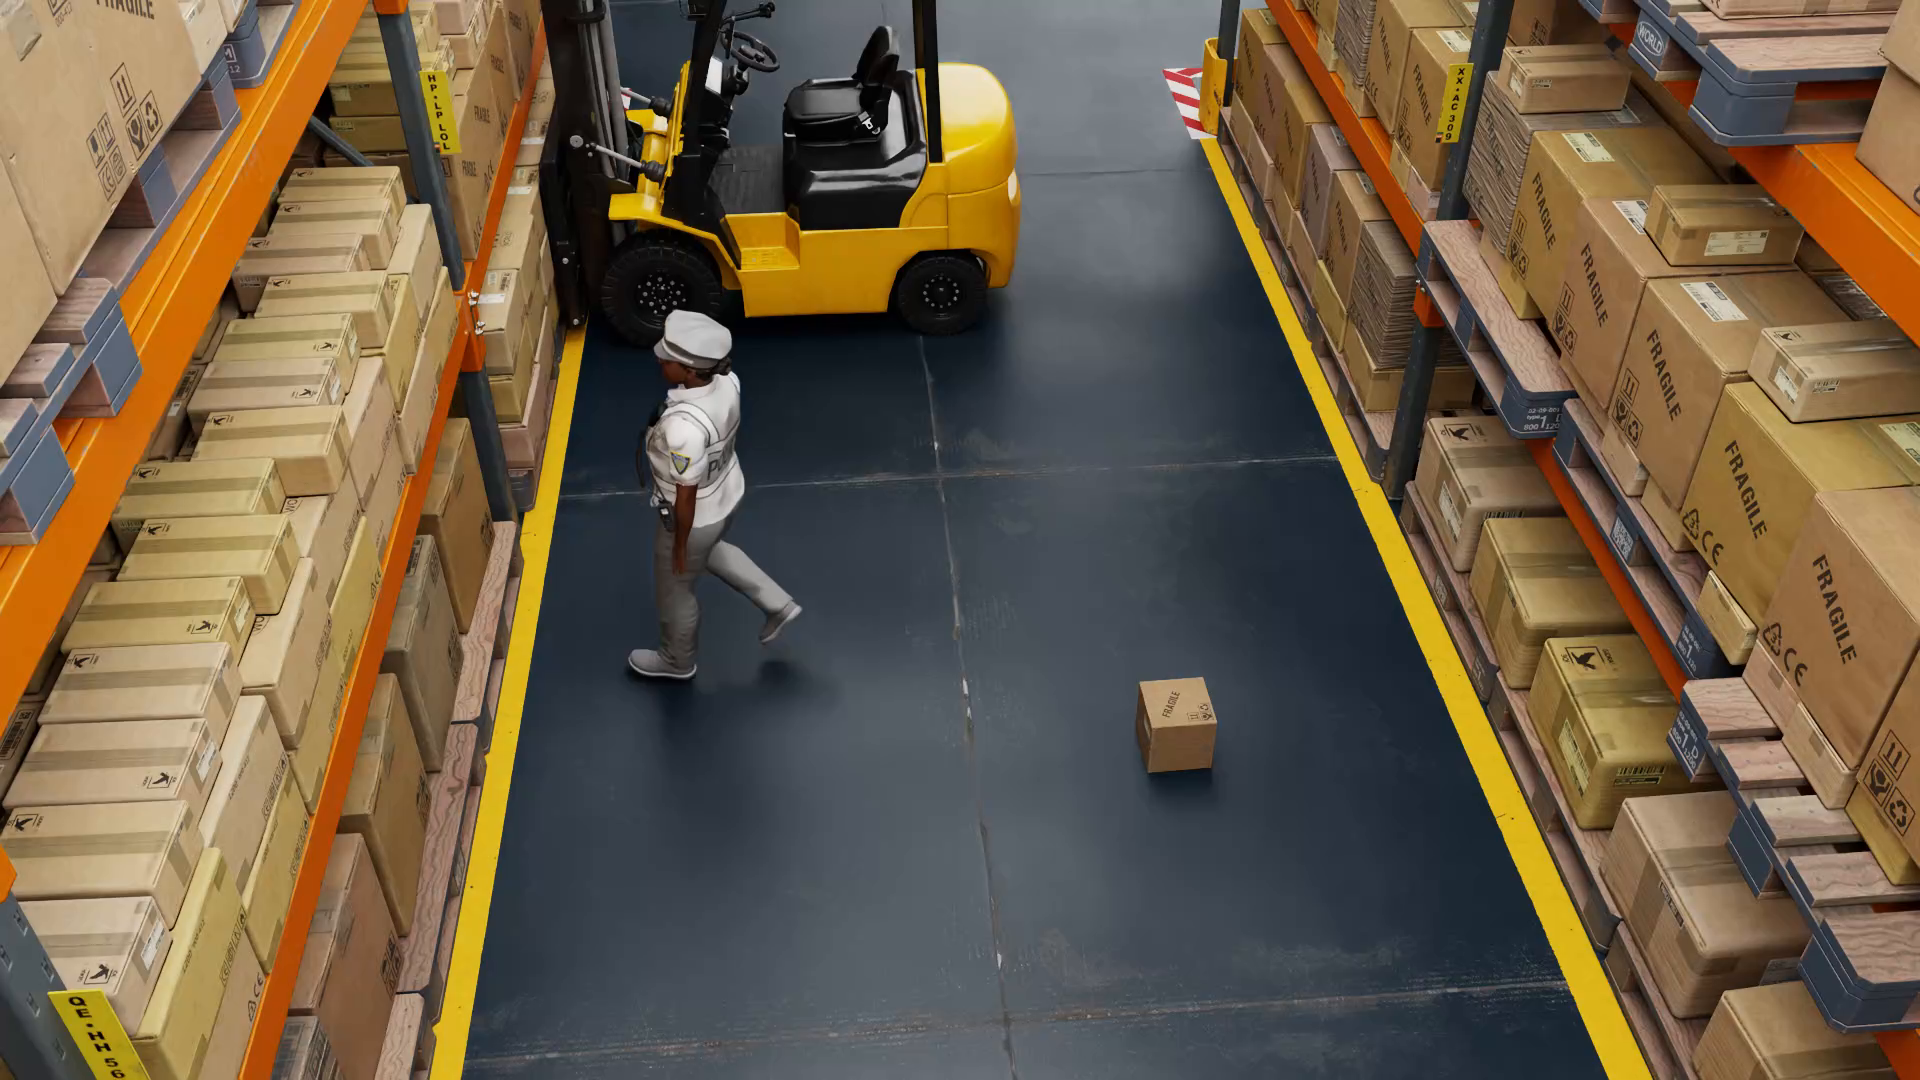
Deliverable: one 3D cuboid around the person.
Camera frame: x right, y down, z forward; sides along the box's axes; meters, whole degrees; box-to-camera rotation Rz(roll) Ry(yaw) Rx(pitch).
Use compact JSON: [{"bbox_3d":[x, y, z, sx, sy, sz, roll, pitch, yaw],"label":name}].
[{"bbox_3d":[-0.979,-0.390,6.057,0.318,1.010,0.454,12,41,14],"label":"person"}]
